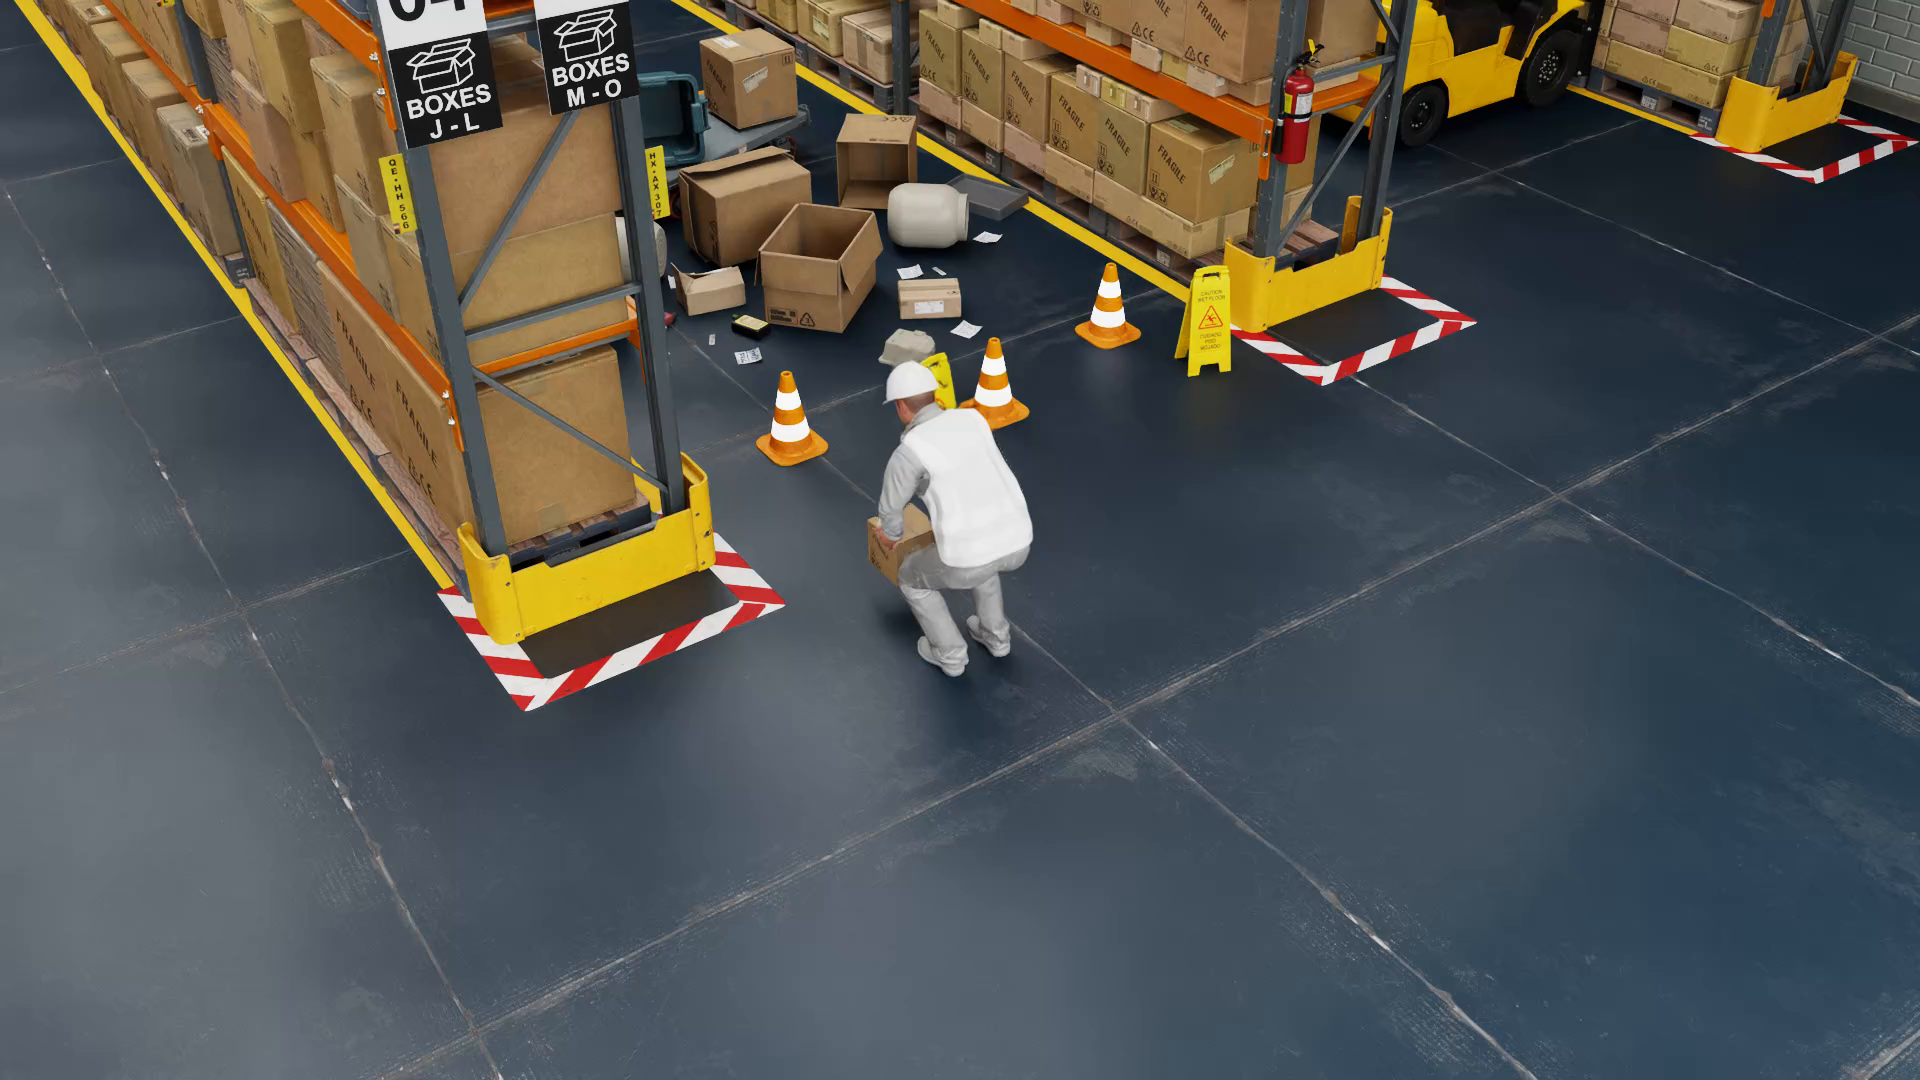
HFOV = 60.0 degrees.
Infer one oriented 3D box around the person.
[{"bbox_3d":[-0.053,-0.066,7.398,0.591,1.392,0.784,-22,42,-28],"label":"person"}]
